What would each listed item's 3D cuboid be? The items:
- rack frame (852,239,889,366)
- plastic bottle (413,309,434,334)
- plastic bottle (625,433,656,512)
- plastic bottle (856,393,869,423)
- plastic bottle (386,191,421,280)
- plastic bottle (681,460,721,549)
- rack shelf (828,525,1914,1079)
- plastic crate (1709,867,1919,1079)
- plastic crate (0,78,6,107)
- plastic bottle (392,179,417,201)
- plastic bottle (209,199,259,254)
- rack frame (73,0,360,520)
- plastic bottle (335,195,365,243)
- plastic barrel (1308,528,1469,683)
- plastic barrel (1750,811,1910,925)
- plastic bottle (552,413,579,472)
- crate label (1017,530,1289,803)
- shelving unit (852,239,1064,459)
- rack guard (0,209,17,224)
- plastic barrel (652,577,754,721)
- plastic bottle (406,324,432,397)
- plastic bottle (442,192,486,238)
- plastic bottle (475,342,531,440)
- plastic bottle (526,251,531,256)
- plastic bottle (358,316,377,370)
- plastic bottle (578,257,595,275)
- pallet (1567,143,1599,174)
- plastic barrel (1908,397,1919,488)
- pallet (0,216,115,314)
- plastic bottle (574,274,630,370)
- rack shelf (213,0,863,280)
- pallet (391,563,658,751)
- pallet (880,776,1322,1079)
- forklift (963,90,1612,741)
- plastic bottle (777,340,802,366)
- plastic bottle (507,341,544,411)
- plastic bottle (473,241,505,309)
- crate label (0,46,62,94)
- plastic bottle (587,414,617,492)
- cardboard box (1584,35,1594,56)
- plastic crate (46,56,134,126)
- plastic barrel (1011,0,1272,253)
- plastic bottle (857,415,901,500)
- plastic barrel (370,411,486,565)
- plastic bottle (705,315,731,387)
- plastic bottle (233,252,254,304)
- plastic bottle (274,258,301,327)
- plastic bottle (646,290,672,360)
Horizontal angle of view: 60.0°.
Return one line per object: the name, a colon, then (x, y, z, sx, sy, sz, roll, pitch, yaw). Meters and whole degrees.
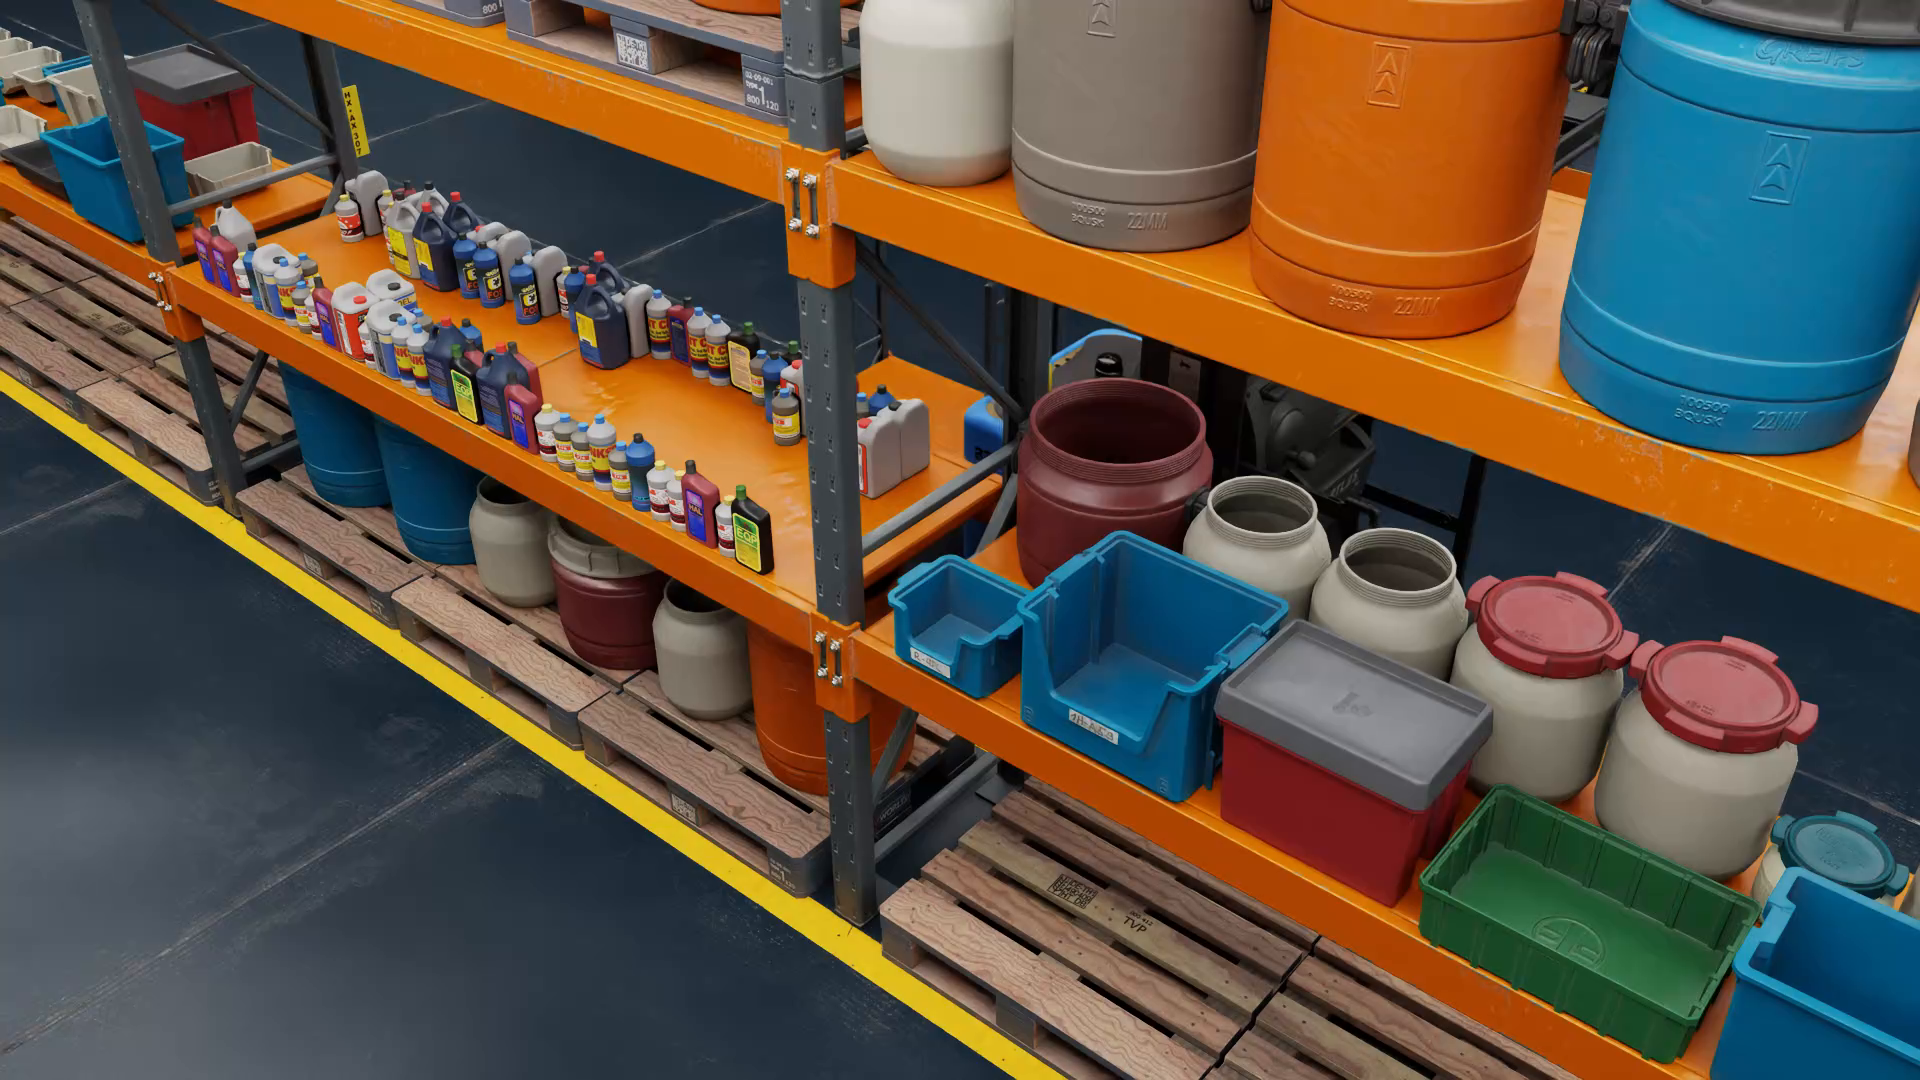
rack frame: (-0.509, -0.860, 7.678, 0.032, 1.500, 0.500, 25, 42, 32)
plastic bottle: (-2.080, -0.797, 6.437, 0.097, 0.201, 0.097, 0, 34, 0)
plastic bottle: (-1.061, -0.234, 5.554, 0.097, 0.271, 0.097, 0, 34, 0)
plastic bottle: (-0.346, -0.427, 5.897, 0.097, 0.201, 0.097, 0, 34, 0)
plastic bottle: (-2.324, -1.297, 7.033, 0.185, 0.351, 0.144, 25, 42, 32)
plastic bottle: (-0.835, -0.119, 5.376, 0.133, 0.283, 0.061, 25, 42, 32)
rack shelf: (1.464, 0.899, 4.427, 4.000, 0.370, 1.077, 25, 42, 32)
plastic crate: (1.954, 1.069, 3.558, 0.575, 0.384, 0.392, 25, 42, 32)
plastic crate: (-5.000, -2.157, 8.336, 0.300, 0.233, 0.416, 25, 42, 32)
plastic bottle: (-2.431, -1.457, 7.325, 0.133, 0.283, 0.061, 25, 42, 32)
plastic bottle: (-3.053, -1.267, 6.990, 0.185, 0.351, 0.144, 25, 42, 32)
rack frame: (-3.147, -1.571, 7.388, 0.127, 3.000, 1.000, 25, 42, 32)
plastic bottle: (-2.703, -1.426, 7.352, 0.097, 0.201, 0.097, 0, 34, 0)
plastic barrel: (1.178, 0.264, 4.617, 0.421, 0.512, 0.421, 0, 34, 0)
plastic barrel: (2.082, 0.838, 4.003, 0.301, 0.262, 0.301, 0, 34, 0)
plastic bottle: (-1.360, -0.346, 5.780, 0.097, 0.201, 0.097, 0, 34, 0)
crate label: (0.517, 0.341, 4.573, 0.616, 0.435, 0.502, 25, 42, 32)
shelving unit: (-0.127, -0.679, 7.413, 1.083, 1.500, 0.587, 25, 42, 32)
rack guard: (-6.248, -1.992, 10.210, 0.348, 0.500, 1.175, 25, 42, 32)
plastic barrel: (-0.951, 0.395, 6.352, 0.421, 0.512, 0.421, 0, 34, 0)
plastic bottle: (-1.999, -0.676, 6.198, 0.097, 0.271, 0.097, 0, 34, 0)
plastic bottle: (-2.090, -1.293, 7.027, 0.185, 0.351, 0.144, 25, 42, 32)
plastic bottle: (-1.631, -0.552, 5.948, 0.185, 0.351, 0.144, 25, 42, 32)
plastic bottle: (-1.759, -1.093, 6.868, 0.097, 0.201, 0.097, 0, 34, 0)
plastic bottle: (-2.252, -0.766, 6.392, 0.097, 0.201, 0.097, 0, 34, 0)
plastic bottle: (-1.481, -1.009, 6.673, 0.133, 0.283, 0.061, 25, 42, 32)
pallet: (3.712, -1.986, 8.162, 1.003, 0.211, 1.213, 25, 42, 32)
plastic barrel: (1.968, -0.443, 2.653, 0.600, 0.901, 0.600, 0, 34, 0)
pallet: (-5.613, -1.555, 9.827, 1.213, 0.211, 1.003, 25, 42, 32)
plastic bottle: (-1.379, -0.846, 6.376, 0.185, 0.351, 0.144, 25, 42, 32)
rack shelf: (-1.610, -1.786, 5.687, 4.000, 0.370, 1.077, 25, 42, 32)
pallet: (-1.639, 0.318, 7.101, 1.213, 0.211, 1.003, 25, 42, 32)
pallet: (0.497, 1.325, 5.634, 1.213, 0.211, 1.003, 25, 42, 32)
forklift: (1.452, -0.517, 5.914, 3.031, 2.935, 1.130, 25, 42, 32)
plastic bottle: (-0.628, -0.607, 6.088, 0.133, 0.283, 0.061, 25, 42, 32)
plastic bottle: (-1.585, -0.579, 6.046, 0.133, 0.283, 0.061, 25, 42, 32)
plastic bottle: (-1.931, -1.091, 6.803, 0.097, 0.271, 0.097, 0, 34, 0)
crate label: (-5.036, -2.518, 8.946, 0.243, 0.136, 0.396, 25, 42, 32)
plastic bottle: (-1.211, -0.304, 5.657, 0.097, 0.271, 0.097, 0, 34, 0)
cardboard box: (4.860, -4.040, 12.820, 0.500, 0.500, 0.500, 23, 41, 30)
plastic crate: (-4.203, -2.180, 8.326, 0.530, 0.282, 0.437, 25, 42, 32)
plastic barrel: (0.419, -1.173, 3.716, 0.600, 0.901, 0.600, 0, 34, 0)
plastic bottle: (-0.296, -0.302, 5.650, 0.135, 0.276, 0.152, 25, 42, 32)
plastic barrel: (-2.196, -0.418, 7.192, 0.708, 0.901, 0.600, 25, 42, 32)
plastic bottle: (-0.906, -0.720, 6.262, 0.097, 0.271, 0.097, 0, 34, 0)
plastic bottle: (-2.936, -1.088, 6.861, 0.097, 0.201, 0.097, 0, 34, 0)
plastic bottle: (-2.683, -0.998, 6.667, 0.097, 0.271, 0.097, 0, 34, 0)
plastic bottle: (-1.158, -0.839, 6.435, 0.097, 0.271, 0.097, 0, 34, 0)
